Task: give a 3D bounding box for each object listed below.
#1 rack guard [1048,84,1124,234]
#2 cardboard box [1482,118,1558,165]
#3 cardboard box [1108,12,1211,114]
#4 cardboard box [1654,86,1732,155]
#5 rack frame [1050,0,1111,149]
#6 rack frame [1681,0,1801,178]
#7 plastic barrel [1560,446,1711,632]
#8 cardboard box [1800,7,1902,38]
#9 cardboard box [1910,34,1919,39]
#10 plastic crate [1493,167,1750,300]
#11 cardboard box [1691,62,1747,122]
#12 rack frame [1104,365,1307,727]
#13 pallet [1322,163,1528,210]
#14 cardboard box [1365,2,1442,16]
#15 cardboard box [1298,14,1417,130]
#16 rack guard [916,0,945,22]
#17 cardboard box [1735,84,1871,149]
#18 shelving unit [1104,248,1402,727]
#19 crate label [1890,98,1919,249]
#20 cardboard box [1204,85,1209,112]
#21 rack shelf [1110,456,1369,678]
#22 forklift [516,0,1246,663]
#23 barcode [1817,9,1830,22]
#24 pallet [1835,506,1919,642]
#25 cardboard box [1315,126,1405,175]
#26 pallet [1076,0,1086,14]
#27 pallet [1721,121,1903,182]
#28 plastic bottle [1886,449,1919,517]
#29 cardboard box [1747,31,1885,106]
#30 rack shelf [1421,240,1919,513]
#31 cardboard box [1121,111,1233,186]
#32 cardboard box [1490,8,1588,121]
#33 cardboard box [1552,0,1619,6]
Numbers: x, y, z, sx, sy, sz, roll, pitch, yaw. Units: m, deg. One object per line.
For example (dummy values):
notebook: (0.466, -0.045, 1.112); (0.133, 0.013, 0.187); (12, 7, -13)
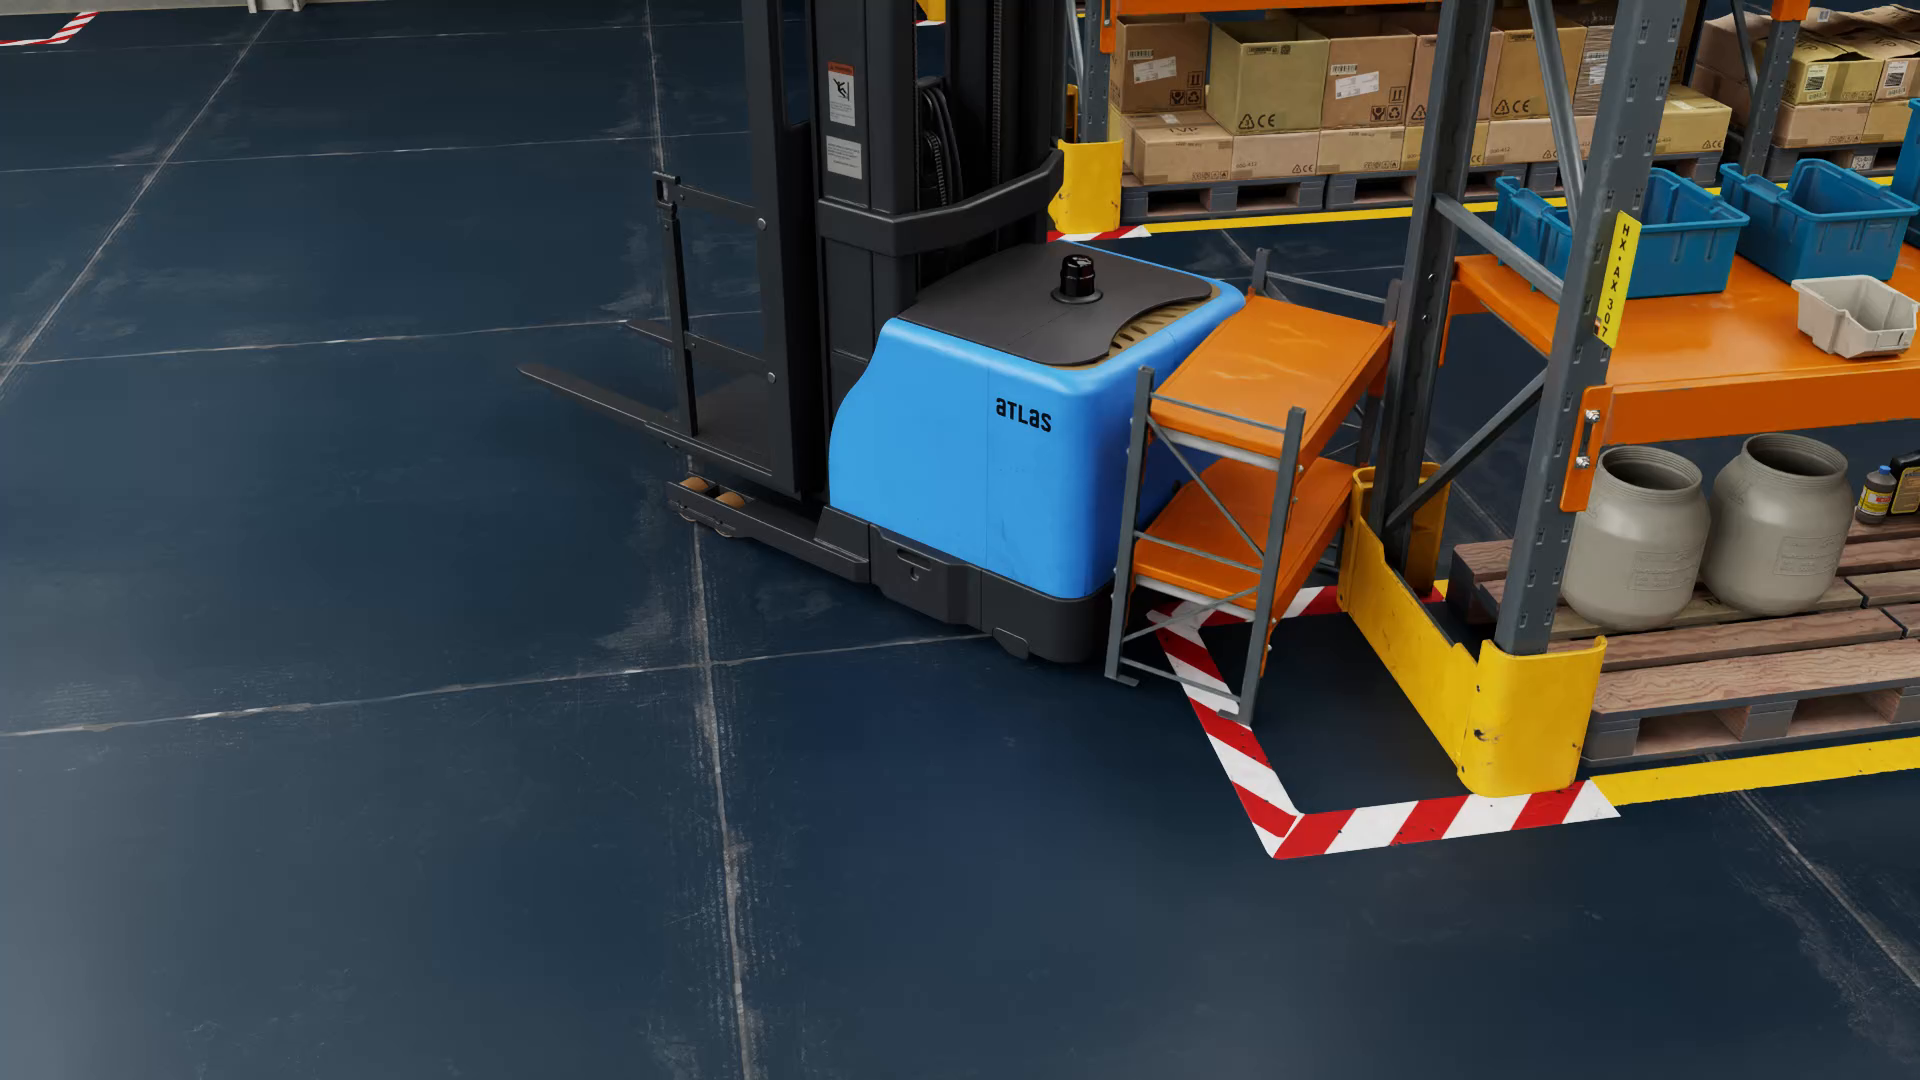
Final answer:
rack guard: (0.616, -2.188, 9.478); (0.348, 0.500, 1.175); (-5, 31, -9)
cardboard box: (3.175, -2.383, 9.643); (0.500, 0.250, 0.500); (-5, 31, -9)
cardboard box: (1.114, -2.784, 9.584); (0.500, 0.500, 0.500); (-5, 31, -9)
cardboard box: (4.158, -2.477, 9.802); (0.500, 0.250, 0.500); (-5, 31, -9)
rack frame: (0.640, -3.268, 8.848); (0.127, 3.000, 1.000); (-5, 31, -9)
rack frame: (4.574, -3.633, 9.469); (0.127, 3.000, 1.000); (-5, 31, -9)
plastic barrel: (2.162, -0.004, 5.338); (0.421, 0.512, 0.421); (0, 30, 0)
cardboard box: (5.432, -3.101, 10.309); (0.500, 0.311, 0.500); (-4, 31, -8)
cardboard box: (6.028, -2.875, 9.925); (0.500, 0.311, 0.500); (-6, 31, -11)
plastic crate: (1.967, -0.928, 5.016); (0.616, 0.251, 0.499); (-5, 31, -9)
cardboard box: (4.930, -2.811, 10.369); (0.500, 0.250, 0.500); (-6, 31, -9)
rack frame: (0.721, 0.040, 5.041); (0.500, 1.125, 0.032); (18, 36, 22)
pallet: (2.582, -2.266, 9.895); (1.213, 0.211, 1.003); (-5, 31, -9)
cardboard box: (2.587, -2.928, 9.828); (0.500, 0.500, 0.500); (-5, 31, -9)
cardboard box: (2.188, -2.623, 9.311); (0.500, 0.500, 0.500); (-5, 31, -9)
rack guard: (-0.181, -4.666, 13.693); (0.348, 0.500, 1.175); (-5, 31, -9)
cardboard box: (5.016, -2.542, 9.912); (0.500, 0.250, 0.500); (-6, 31, -10)
shelving unit: (0.960, -0.198, 5.421); (0.538, 1.125, 1.048); (18, 36, 22)
crate label: (3.290, -1.116, 5.153); (0.616, 0.435, 0.502); (-5, 31, -9)
cardboard box: (1.604, -2.511, 9.860); (0.500, 0.250, 0.500); (-5, 31, -9)
rack shelf: (0.951, 0.006, 5.555); (0.538, 0.278, 1.000); (18, 36, 22)
forklift: (-0.494, -1.462, 5.844); (3.031, 2.935, 1.130); (22, 37, 32)
barcode: (4.900, -2.974, 9.434); (0.075, 0.075, 0.001); (-5, 31, -9)
pallet: (3.592, 0.193, 5.714); (1.213, 0.211, 1.003); (-5, 31, -9)
cardboard box: (2.191, -2.294, 9.491); (0.500, 0.250, 0.500); (-5, 31, -9)
pallet: (0.624, -4.598, 13.862); (1.213, 0.211, 1.003); (-5, 31, -9)
pallet: (5.292, -2.517, 10.323); (1.213, 0.211, 1.003); (-5, 31, -9)
plastic bottle: (3.368, -0.222, 5.915); (0.133, 0.283, 0.061); (-5, 31, -8)
cardboard box: (5.026, -2.784, 9.770); (0.500, 0.311, 0.500); (-5, 31, -9)
rack shelf: (3.496, -0.670, 5.140); (4.000, 0.370, 1.077); (-5, 31, -9)
cardboard box: (1.207, -2.201, 9.333); (0.500, 0.250, 0.500); (-5, 31, -9)
cardboard box: (3.173, -2.713, 9.463); (0.500, 0.500, 0.500); (-5, 31, -9)
cardboard box: (3.572, -3.016, 9.978); (0.500, 0.500, 0.500); (-5, 31, -9)
